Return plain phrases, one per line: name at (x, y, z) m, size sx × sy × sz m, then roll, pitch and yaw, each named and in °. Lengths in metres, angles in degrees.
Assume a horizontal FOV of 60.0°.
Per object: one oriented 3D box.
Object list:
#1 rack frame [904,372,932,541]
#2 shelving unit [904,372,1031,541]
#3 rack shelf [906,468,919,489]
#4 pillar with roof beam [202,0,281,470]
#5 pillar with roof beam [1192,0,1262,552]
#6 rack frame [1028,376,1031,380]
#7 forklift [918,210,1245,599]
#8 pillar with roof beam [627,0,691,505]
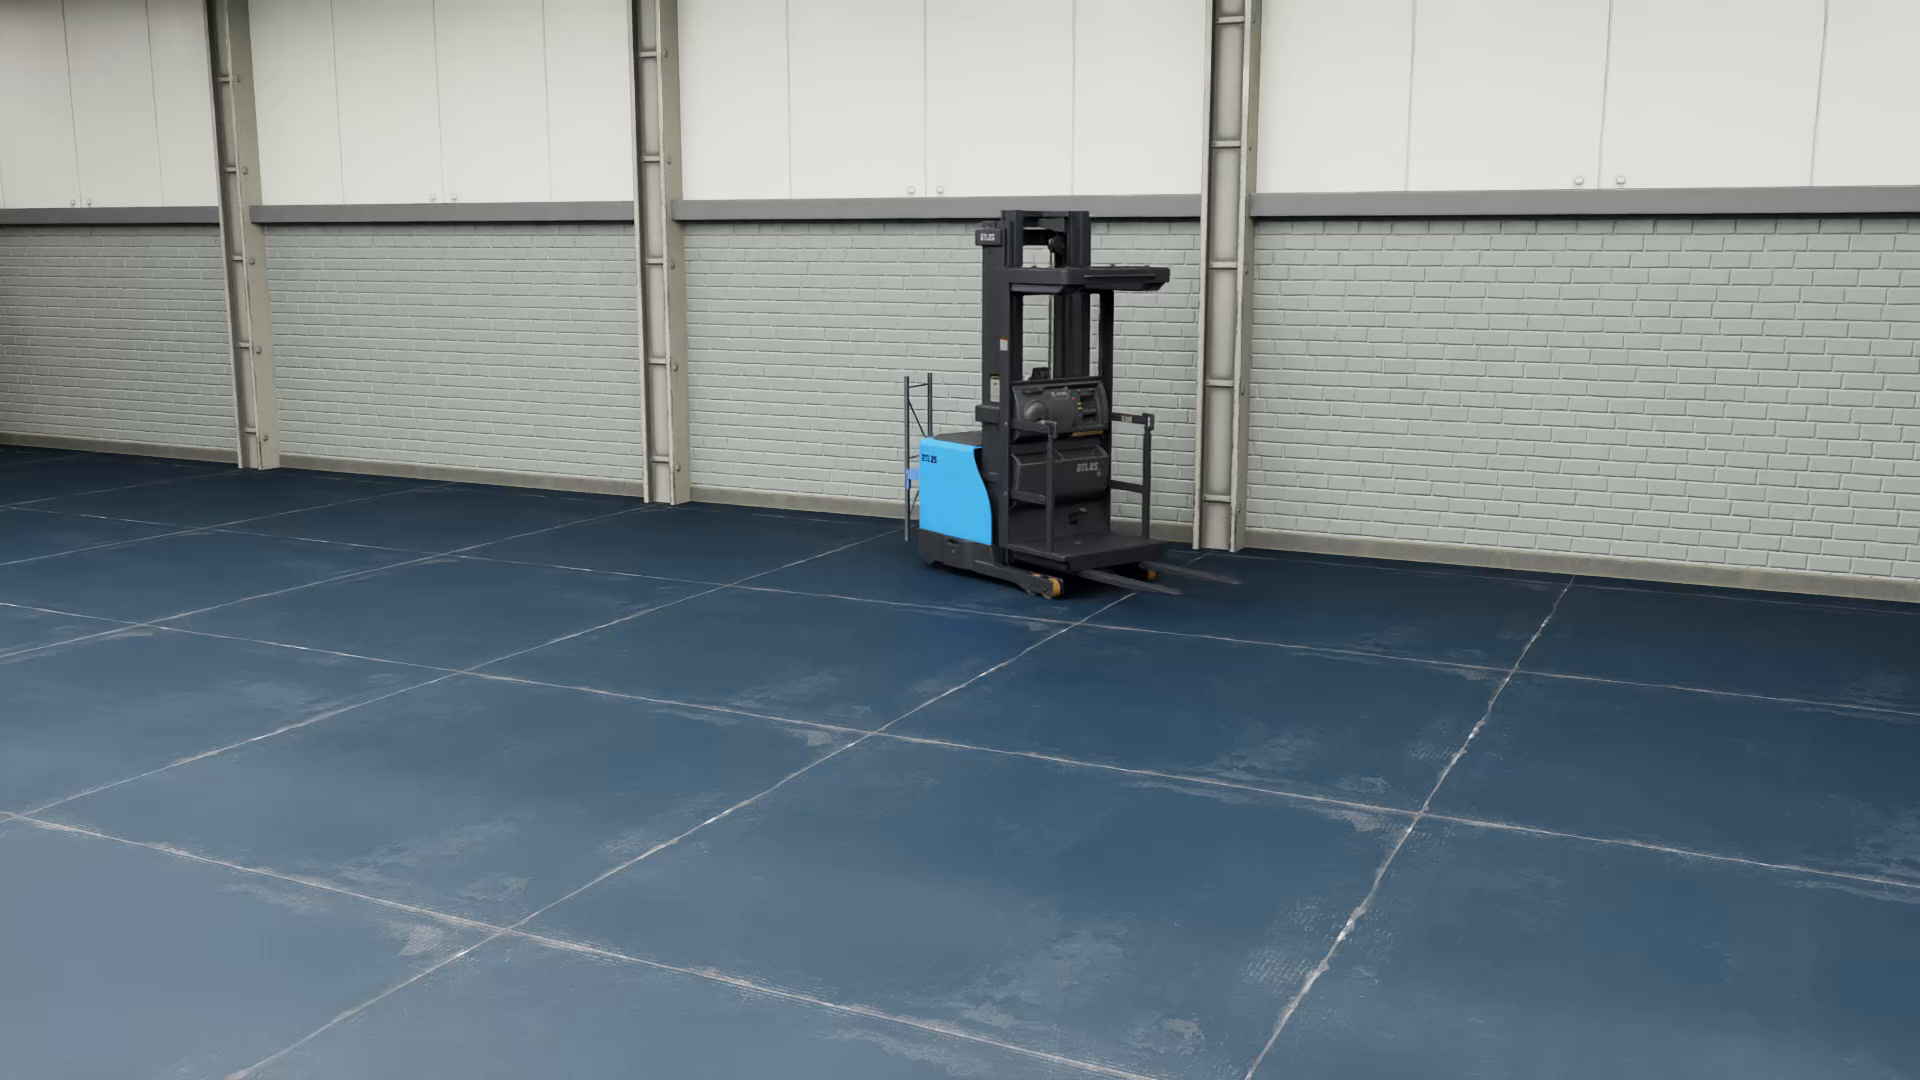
rack frame at (-0.379, -0.771, 15.281) m, size 0.032 × 1.500 × 0.500 m, roll 5°, pitch 11°, yaw 26°
shelving unit at (0.076, -0.731, 15.059) m, size 1.048 × 1.500 × 0.538 m, roll 5°, pitch 11°, yaw 26°
rack shelf at (0.076, -0.554, 15.092) m, size 1.000 × 0.185 × 0.538 m, roll 5°, pitch 11°, yaw 26°
pillar with roof beam at (-10.354, -4.619, 15.482) m, size 0.400 × 9.000 × 9.100 m, roll 5°, pitch 11°, yaw 26°
pillar with roof beam at (0.407, -3.673, 10.257) m, size 0.400 × 9.000 × 9.100 m, roll 5°, pitch 11°, yaw 26°
rack frame at (0.532, -0.691, 14.838) m, size 0.032 × 1.500 × 0.500 m, roll 5°, pitch 11°, yaw 26°
forklift at (0.925, -1.085, 12.996) m, size 1.130 × 2.935 × 3.031 m, roll -8°, pitch 13°, yaw -36°
pillar with roof beam at (-4.974, -4.146, 12.869) m, size 0.400 × 9.000 × 9.100 m, roll 5°, pitch 11°, yaw 26°
